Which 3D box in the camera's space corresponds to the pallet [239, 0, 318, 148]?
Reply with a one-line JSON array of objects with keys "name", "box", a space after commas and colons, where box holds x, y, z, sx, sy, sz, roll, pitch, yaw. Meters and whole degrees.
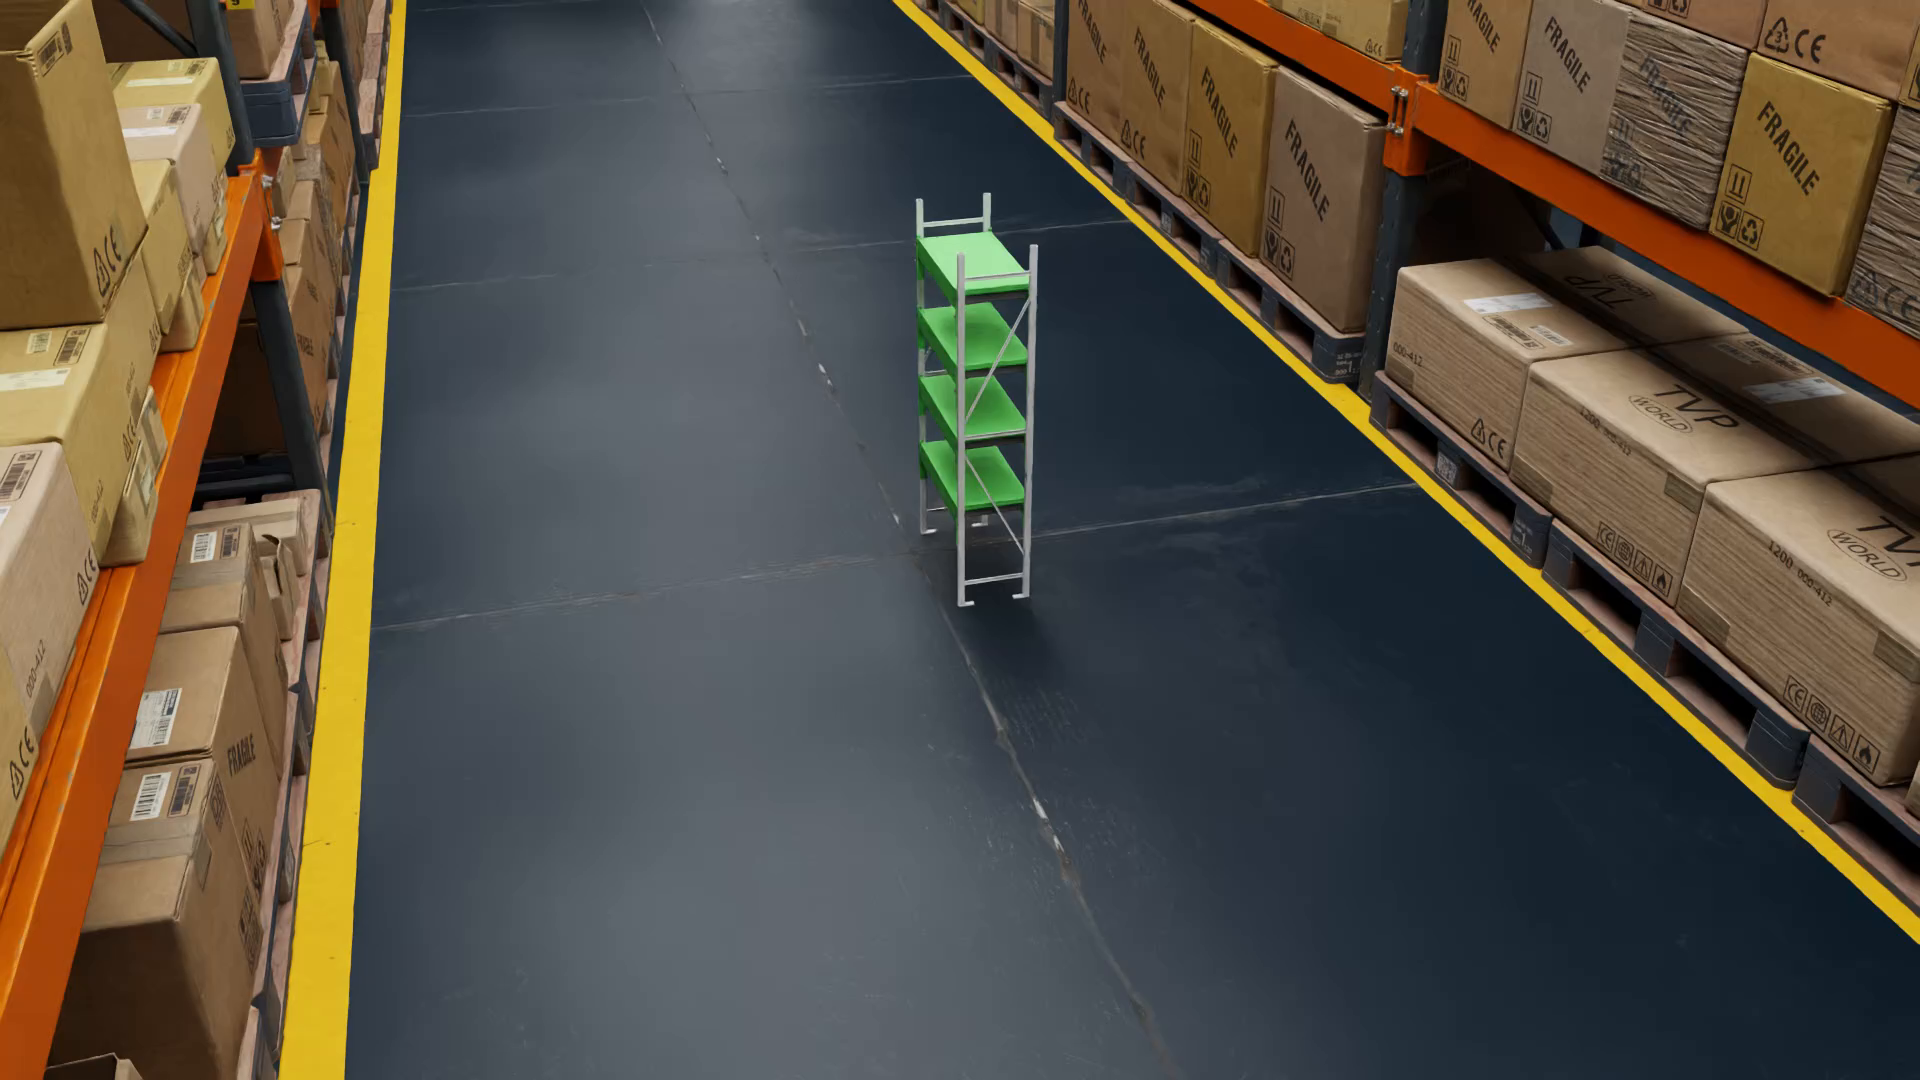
[{"name": "pallet", "box": [-2.776, -1.585, 5.686, 1.003, 0.211, 1.213, -8, 31, -13]}]

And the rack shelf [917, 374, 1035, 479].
[{"name": "rack shelf", "box": [0.044, -0.384, 5.343, 0.258, 0.148, 0.480, -8, 31, -13]}]

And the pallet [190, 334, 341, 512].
[{"name": "pallet", "box": [-2.921, -0.449, 6.315, 1.003, 0.211, 1.213, -8, 31, -13]}]

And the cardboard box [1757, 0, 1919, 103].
[{"name": "cardboard box", "box": [2.393, -1.406, 4.087, 0.500, 0.500, 0.500, -8, 31, -14]}]

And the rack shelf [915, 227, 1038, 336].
[{"name": "rack shelf", "box": [0.044, -0.799, 5.103, 0.258, 0.148, 0.480, -8, 31, -13]}]

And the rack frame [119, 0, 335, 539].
[{"name": "rack frame", "box": [-2.669, -1.268, 4.946, 1.000, 3.000, 0.127, -8, 31, -13]}]

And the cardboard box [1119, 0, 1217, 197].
[{"name": "cardboard box", "box": [1.390, -2.348, 8.514, 0.875, 0.875, 0.875, -7, 31, -13]}]

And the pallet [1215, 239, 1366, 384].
[{"name": "pallet", "box": [1.838, -1.085, 7.415, 1.003, 0.211, 1.213, -8, 31, -13]}]

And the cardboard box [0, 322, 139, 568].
[{"name": "cardboard box", "box": [-1.740, -0.143, 2.855, 0.500, 0.250, 0.500, -8, 31, -14]}]

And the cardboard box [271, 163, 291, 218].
[{"name": "cardboard box", "box": [-2.851, -1.359, 6.533, 0.380, 0.149, 0.250, -8, 31, -13]}]

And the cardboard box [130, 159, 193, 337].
[{"name": "cardboard box", "box": [-2.032, -0.636, 3.707, 0.500, 0.250, 0.500, -8, 31, -14]}]

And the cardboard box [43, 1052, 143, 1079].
[{"name": "cardboard box", "box": [-1.678, 1.255, 2.661, 0.797, 0.503, 0.637, -9, 31, -15]}]

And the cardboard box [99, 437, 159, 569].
[{"name": "cardboard box", "box": [-1.724, -0.051, 3.095, 0.380, 0.149, 0.250, -9, 31, -15]}]

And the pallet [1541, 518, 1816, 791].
[{"name": "pallet", "box": [2.569, 0.245, 5.116, 1.003, 0.211, 1.213, -8, 31, -13]}]

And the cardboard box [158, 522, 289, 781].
[{"name": "cardboard box", "box": [-2.143, 0.337, 4.250, 0.700, 0.500, 0.500, -9, 31, -15]}]

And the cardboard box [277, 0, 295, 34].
[{"name": "cardboard box", "box": [-2.719, -2.006, 5.703, 0.700, 0.500, 0.500, -8, 31, -13]}]

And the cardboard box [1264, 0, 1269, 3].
[{"name": "cardboard box", "box": [1.504, -2.540, 7.294, 0.500, 0.250, 0.500, -9, 31, -15]}]

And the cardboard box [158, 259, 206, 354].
[{"name": "cardboard box", "box": [-2.020, -0.544, 3.946, 0.380, 0.149, 0.250, -8, 31, -14]}]

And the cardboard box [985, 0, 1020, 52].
[{"name": "cardboard box", "box": [0.710, -3.536, 11.068, 0.950, 0.372, 0.625, -8, 31, -14]}]

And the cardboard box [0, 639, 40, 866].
[{"name": "cardboard box", "box": [-1.468, 0.345, 2.012, 0.500, 0.250, 0.500, -8, 31, -13]}]

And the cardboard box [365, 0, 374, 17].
[{"name": "cardboard box", "box": [-4.643, -4.035, 11.679, 0.875, 0.625, 0.625, -6, 31, -11]}]

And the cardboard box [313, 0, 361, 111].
[{"name": "cardboard box", "box": [-3.883, -2.657, 9.297, 0.875, 0.625, 0.625, -7, 31, -12]}]

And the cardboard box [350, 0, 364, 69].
[{"name": "cardboard box", "box": [-4.243, -3.297, 10.402, 0.875, 0.625, 0.625, -9, 31, -15]}]

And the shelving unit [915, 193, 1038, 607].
[{"name": "shelving unit", "box": [0.044, -0.439, 5.311, 0.258, 1.200, 0.503, -8, 31, -13]}]

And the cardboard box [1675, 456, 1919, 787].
[{"name": "cardboard box", "box": [2.655, 0.183, 4.578, 0.875, 0.438, 0.875, -7, 31, -12]}]

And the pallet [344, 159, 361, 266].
[{"name": "pallet", "box": [-3.569, -1.627, 8.351, 1.003, 0.211, 1.213, -8, 31, -13]}]

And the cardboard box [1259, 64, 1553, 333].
[{"name": "cardboard box", "box": [1.874, -1.481, 7.016, 0.875, 0.875, 0.875, -7, 31, -12]}]

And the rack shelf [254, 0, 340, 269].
[{"name": "rack shelf", "box": [-3.200, -1.923, 6.795, 1.077, 0.370, 4.000, -8, 31, -13]}]

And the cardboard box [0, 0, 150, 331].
[{"name": "cardboard box", "box": [-1.867, -0.704, 3.076, 0.500, 0.500, 0.500, -7, 31, -12]}]

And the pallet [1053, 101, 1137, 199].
[{"name": "pallet", "box": [1.190, -2.264, 9.451, 1.003, 0.211, 1.213, -8, 31, -13]}]

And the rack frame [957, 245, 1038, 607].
[{"name": "rack frame", "box": [0.109, -0.321, 5.108, 0.240, 1.200, 0.015, -8, 31, -13]}]

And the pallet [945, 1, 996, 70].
[{"name": "pallet", "box": [0.528, -3.620, 11.794, 1.003, 0.211, 1.213, -8, 31, -13]}]

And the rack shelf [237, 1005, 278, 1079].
[{"name": "rack shelf", "box": [11.090, -4.163, 10.148, 30.696, 2.800, 11.642, -8, 31, -13]}]

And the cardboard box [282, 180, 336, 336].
[{"name": "cardboard box", "box": [-2.860, -1.129, 6.782, 0.500, 0.500, 0.500, -9, 31, -15]}]

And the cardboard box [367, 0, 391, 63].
[{"name": "cardboard box", "box": [-1.253, -3.159, 8.763, 5.789, 2.449, 8.416, -8, 31, -14]}]

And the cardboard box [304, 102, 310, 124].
[{"name": "cardboard box", "box": [-3.200, -1.981, 7.607, 0.380, 0.149, 0.250, -7, 31, -12]}]

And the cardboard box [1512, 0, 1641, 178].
[{"name": "cardboard box", "box": [2.117, -1.468, 5.192, 0.500, 0.500, 0.500, -8, 31, -13]}]

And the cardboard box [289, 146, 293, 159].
[{"name": "cardboard box", "box": [-3.015, -1.606, 6.959, 0.380, 0.149, 0.250, -8, 31, -13]}]

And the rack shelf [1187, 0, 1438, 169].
[{"name": "rack shelf", "box": [1.585, -2.584, 7.939, 1.077, 0.370, 4.000, -8, 31, -13]}]

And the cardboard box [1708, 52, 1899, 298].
[{"name": "cardboard box", "box": [2.380, -0.978, 4.346, 0.500, 0.500, 0.500, -7, 31, -12]}]
